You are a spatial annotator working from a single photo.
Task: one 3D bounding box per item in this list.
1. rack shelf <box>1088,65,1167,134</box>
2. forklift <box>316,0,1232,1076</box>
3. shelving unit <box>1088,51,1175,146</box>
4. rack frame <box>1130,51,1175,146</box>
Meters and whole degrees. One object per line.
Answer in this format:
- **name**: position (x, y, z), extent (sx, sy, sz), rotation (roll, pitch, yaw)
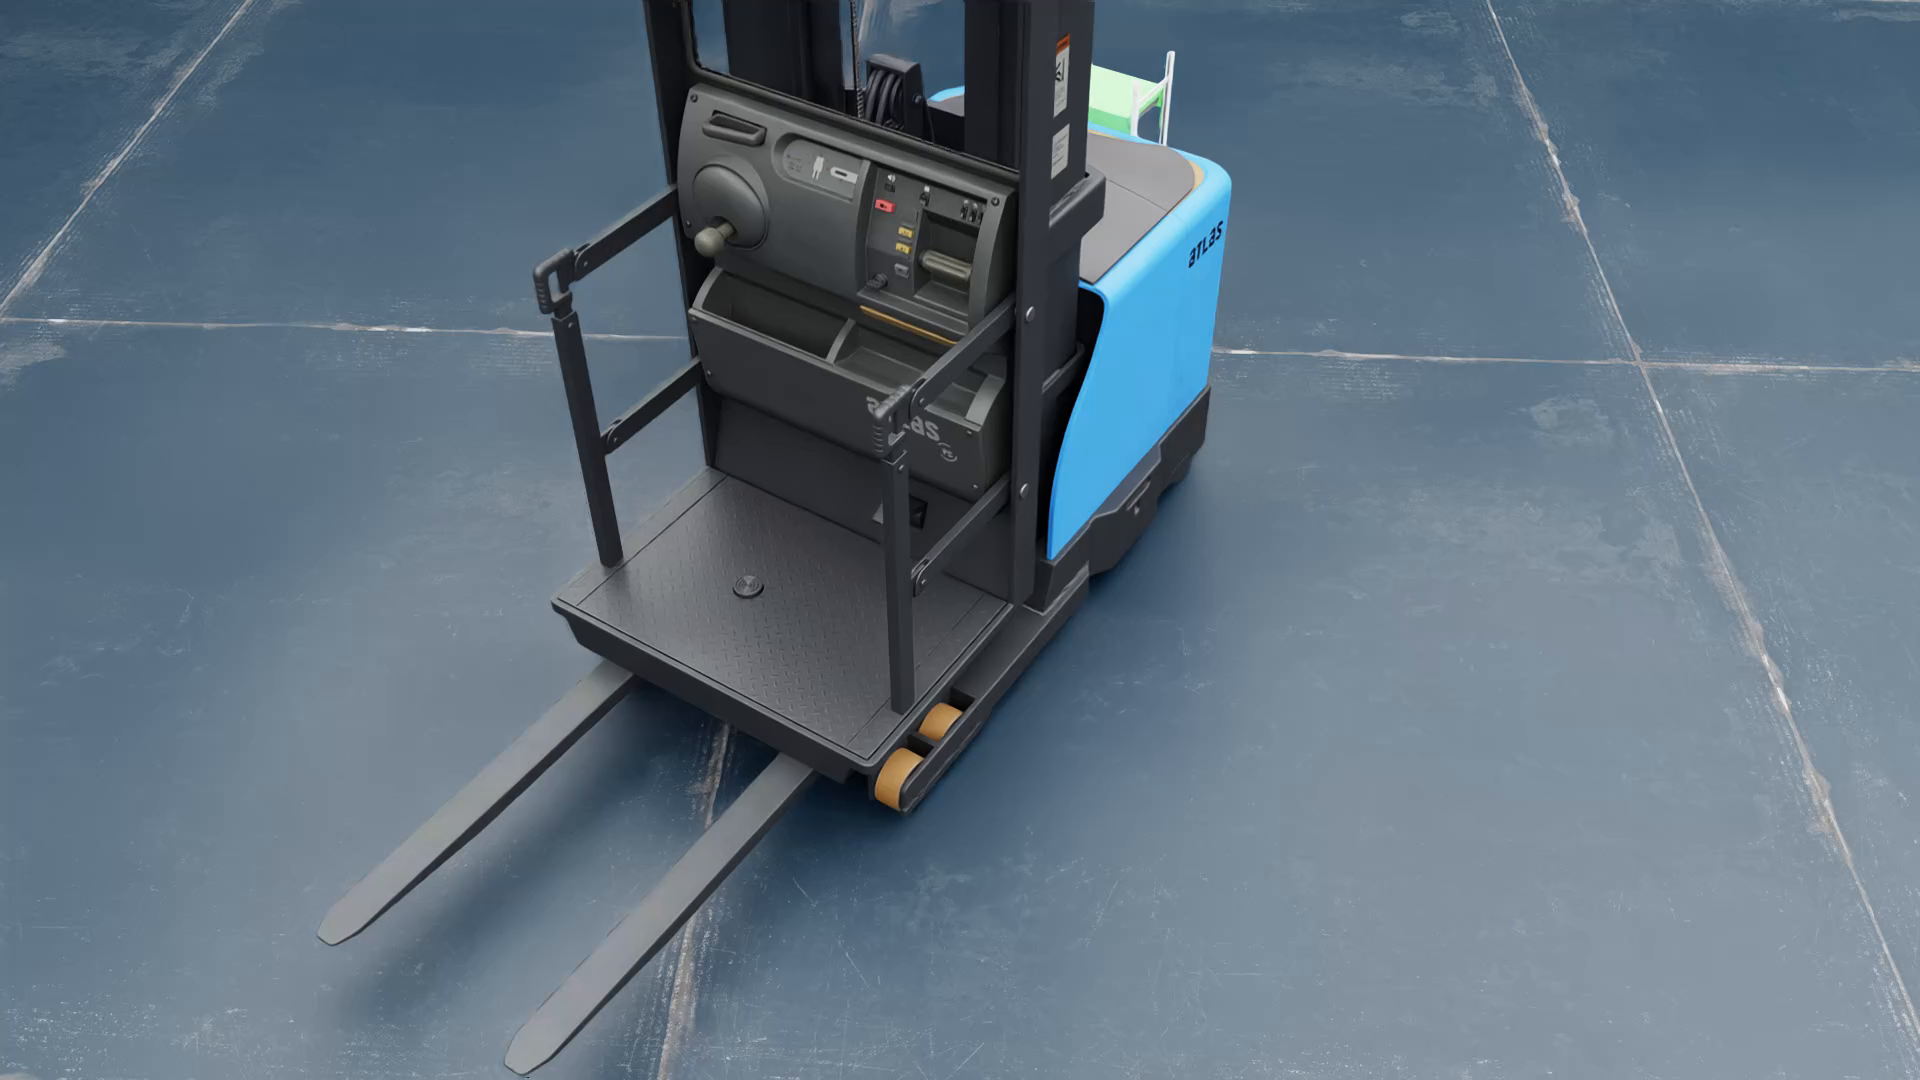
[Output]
- **rack shelf**: position (0.382, -1.384, 5.245), extent (0.480, 0.148, 0.258), rotation (24, 48, 23)
- **forklift**: position (-0.416, -0.718, 3.870), extent (1.130, 2.935, 3.031), rotation (24, 48, 24)
- **shelving unit**: position (0.382, -1.080, 5.529), extent (0.503, 1.200, 0.258), rotation (24, 48, 23)
- **rack frame**: position (0.587, -0.990, 5.432), extent (0.015, 1.200, 0.240), rotation (24, 48, 23)
